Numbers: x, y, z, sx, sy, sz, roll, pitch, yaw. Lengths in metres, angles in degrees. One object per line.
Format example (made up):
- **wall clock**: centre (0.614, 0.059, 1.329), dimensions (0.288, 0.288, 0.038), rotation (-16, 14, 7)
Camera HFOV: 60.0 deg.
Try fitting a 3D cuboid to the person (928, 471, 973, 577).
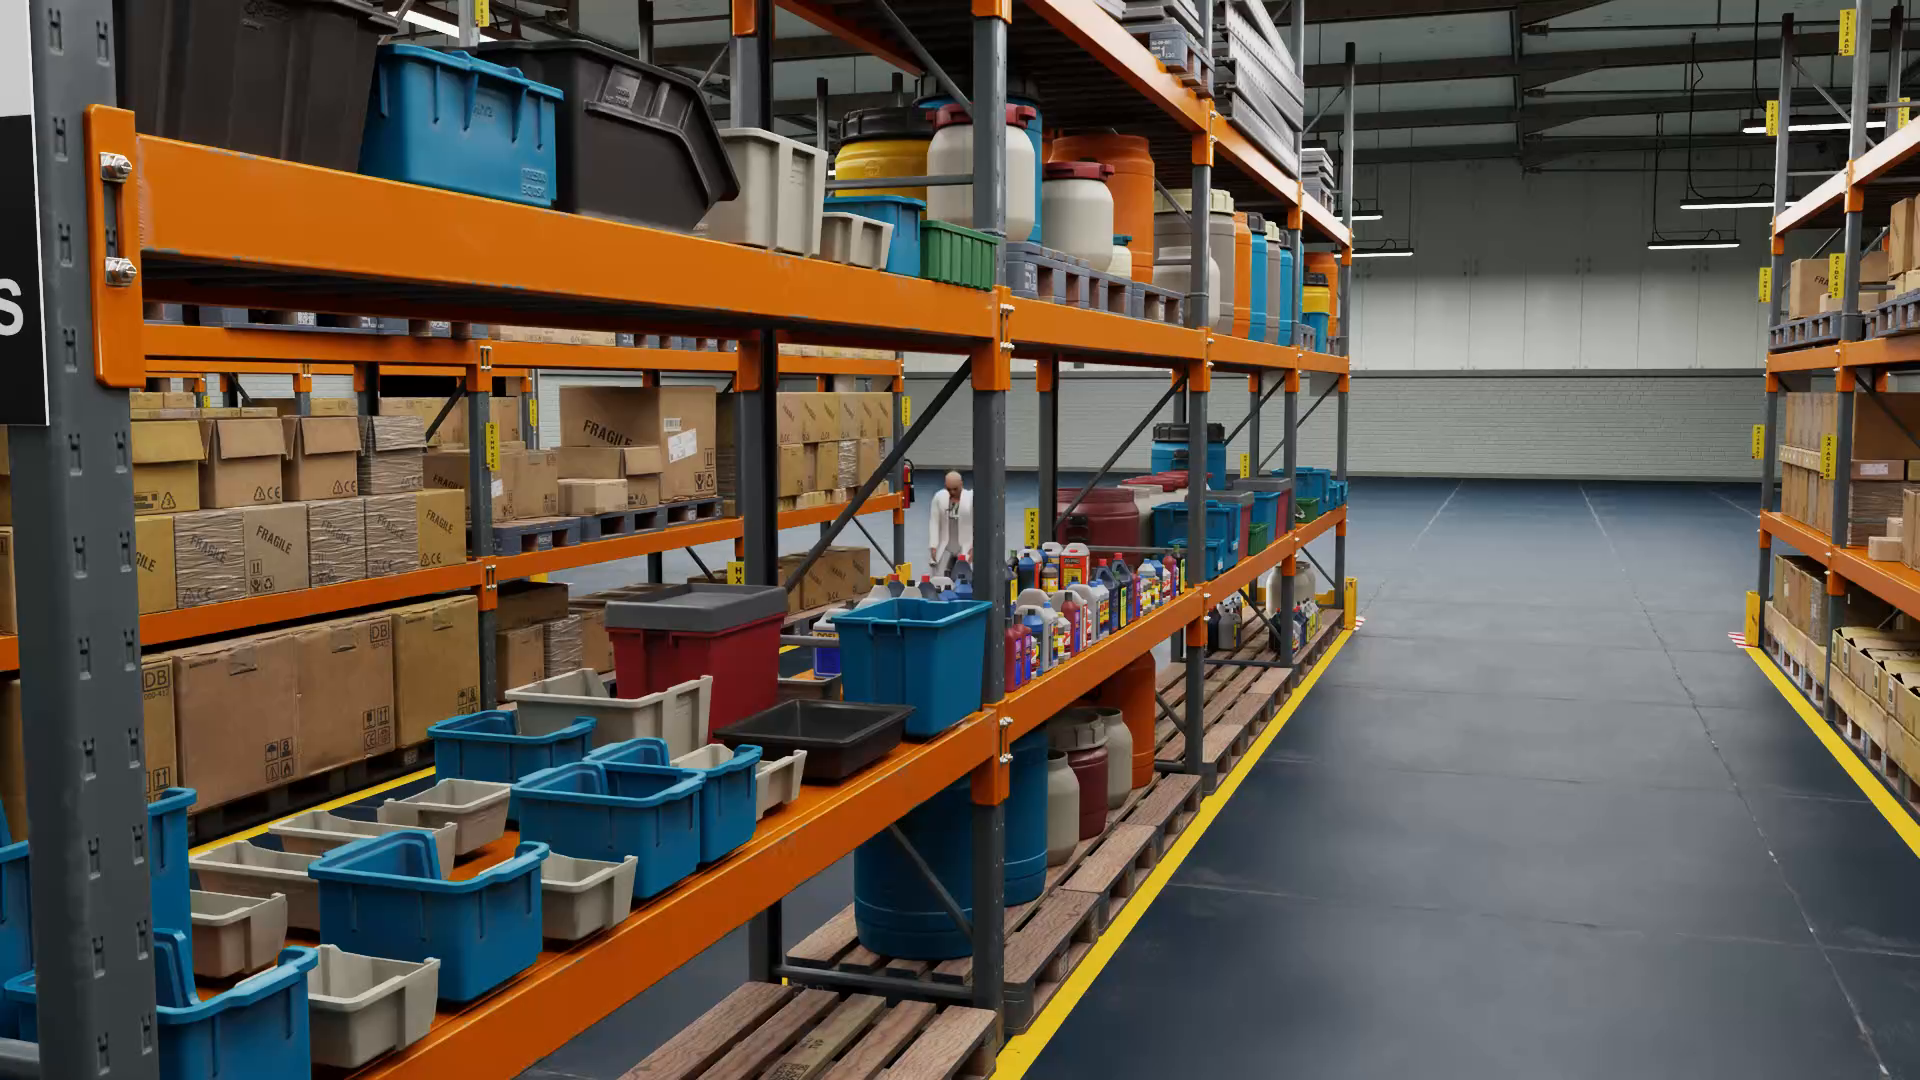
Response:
- **person**: centre (-0.025, 0.115, 17.181), dimensions (0.611, 1.644, 0.523), rotation (2, 5, 20)
